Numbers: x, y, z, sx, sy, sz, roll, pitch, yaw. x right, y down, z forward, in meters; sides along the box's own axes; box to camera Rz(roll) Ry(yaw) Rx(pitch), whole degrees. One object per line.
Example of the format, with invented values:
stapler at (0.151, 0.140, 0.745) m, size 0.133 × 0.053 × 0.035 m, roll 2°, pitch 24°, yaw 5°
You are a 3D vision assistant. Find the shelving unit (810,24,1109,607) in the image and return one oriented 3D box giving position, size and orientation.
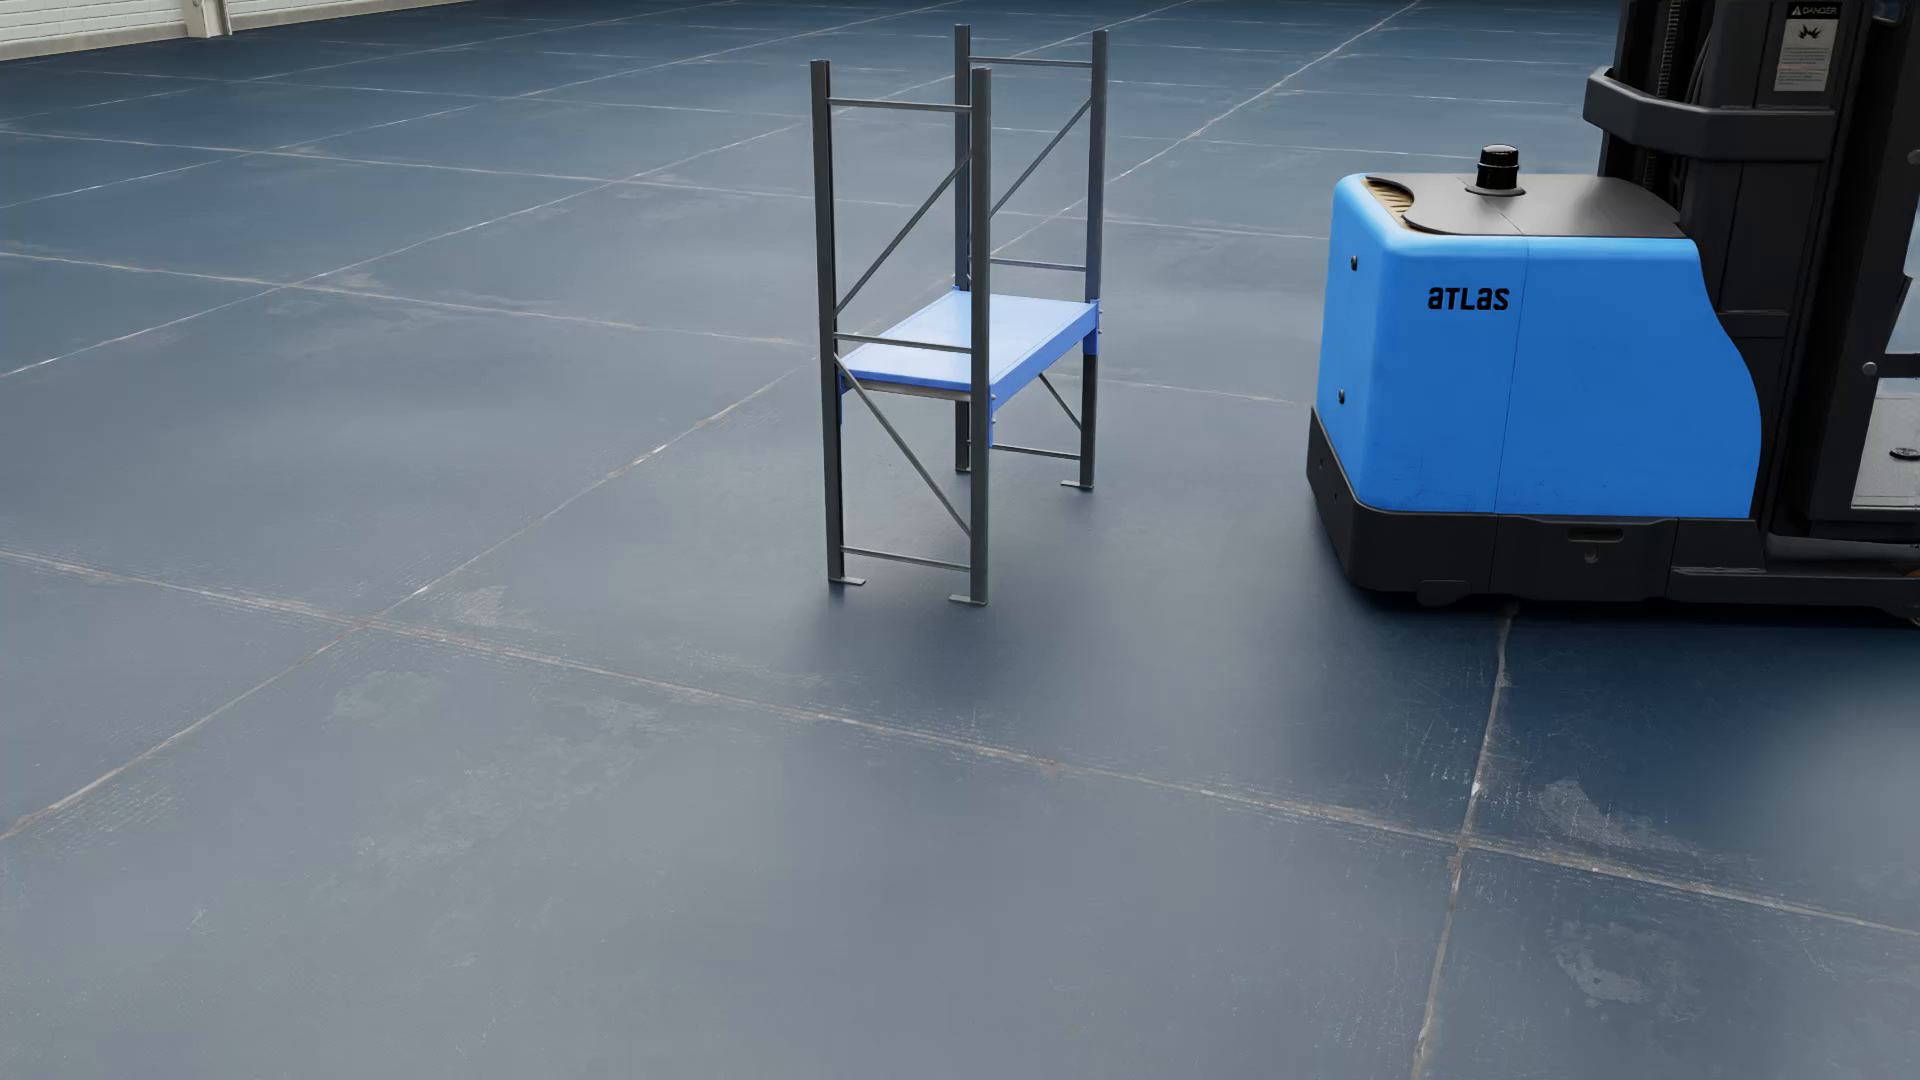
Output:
shelving unit at (0.032, -0.723, 5.034) m, size 0.538 × 1.500 × 1.048 m, roll 9°, pitch 24°, yaw 20°

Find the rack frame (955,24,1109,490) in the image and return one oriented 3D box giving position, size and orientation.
rack frame at (0.220, -0.904, 5.470) m, size 0.500 × 1.500 × 0.032 m, roll 9°, pitch 24°, yaw 20°

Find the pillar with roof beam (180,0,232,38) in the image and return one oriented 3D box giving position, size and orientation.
pillar with roof beam at (-4.659, -9.356, 15.973) m, size 9.100 × 9.000 × 0.400 m, roll 9°, pitch 24°, yaw 20°

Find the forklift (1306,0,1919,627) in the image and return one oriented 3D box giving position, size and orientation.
forklift at (2.653, -1.311, 4.587) m, size 3.031 × 2.935 × 1.130 m, roll 1°, pitch 23°, yaw 3°

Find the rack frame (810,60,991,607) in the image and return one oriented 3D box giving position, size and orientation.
rack frame at (-0.157, -0.541, 4.599) m, size 0.500 × 1.500 × 0.032 m, roll 9°, pitch 24°, yaw 20°

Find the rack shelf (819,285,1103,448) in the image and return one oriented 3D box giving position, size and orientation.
rack shelf at (0.032, -0.557, 5.103) m, size 0.538 × 0.185 × 1.000 m, roll 9°, pitch 24°, yaw 20°
